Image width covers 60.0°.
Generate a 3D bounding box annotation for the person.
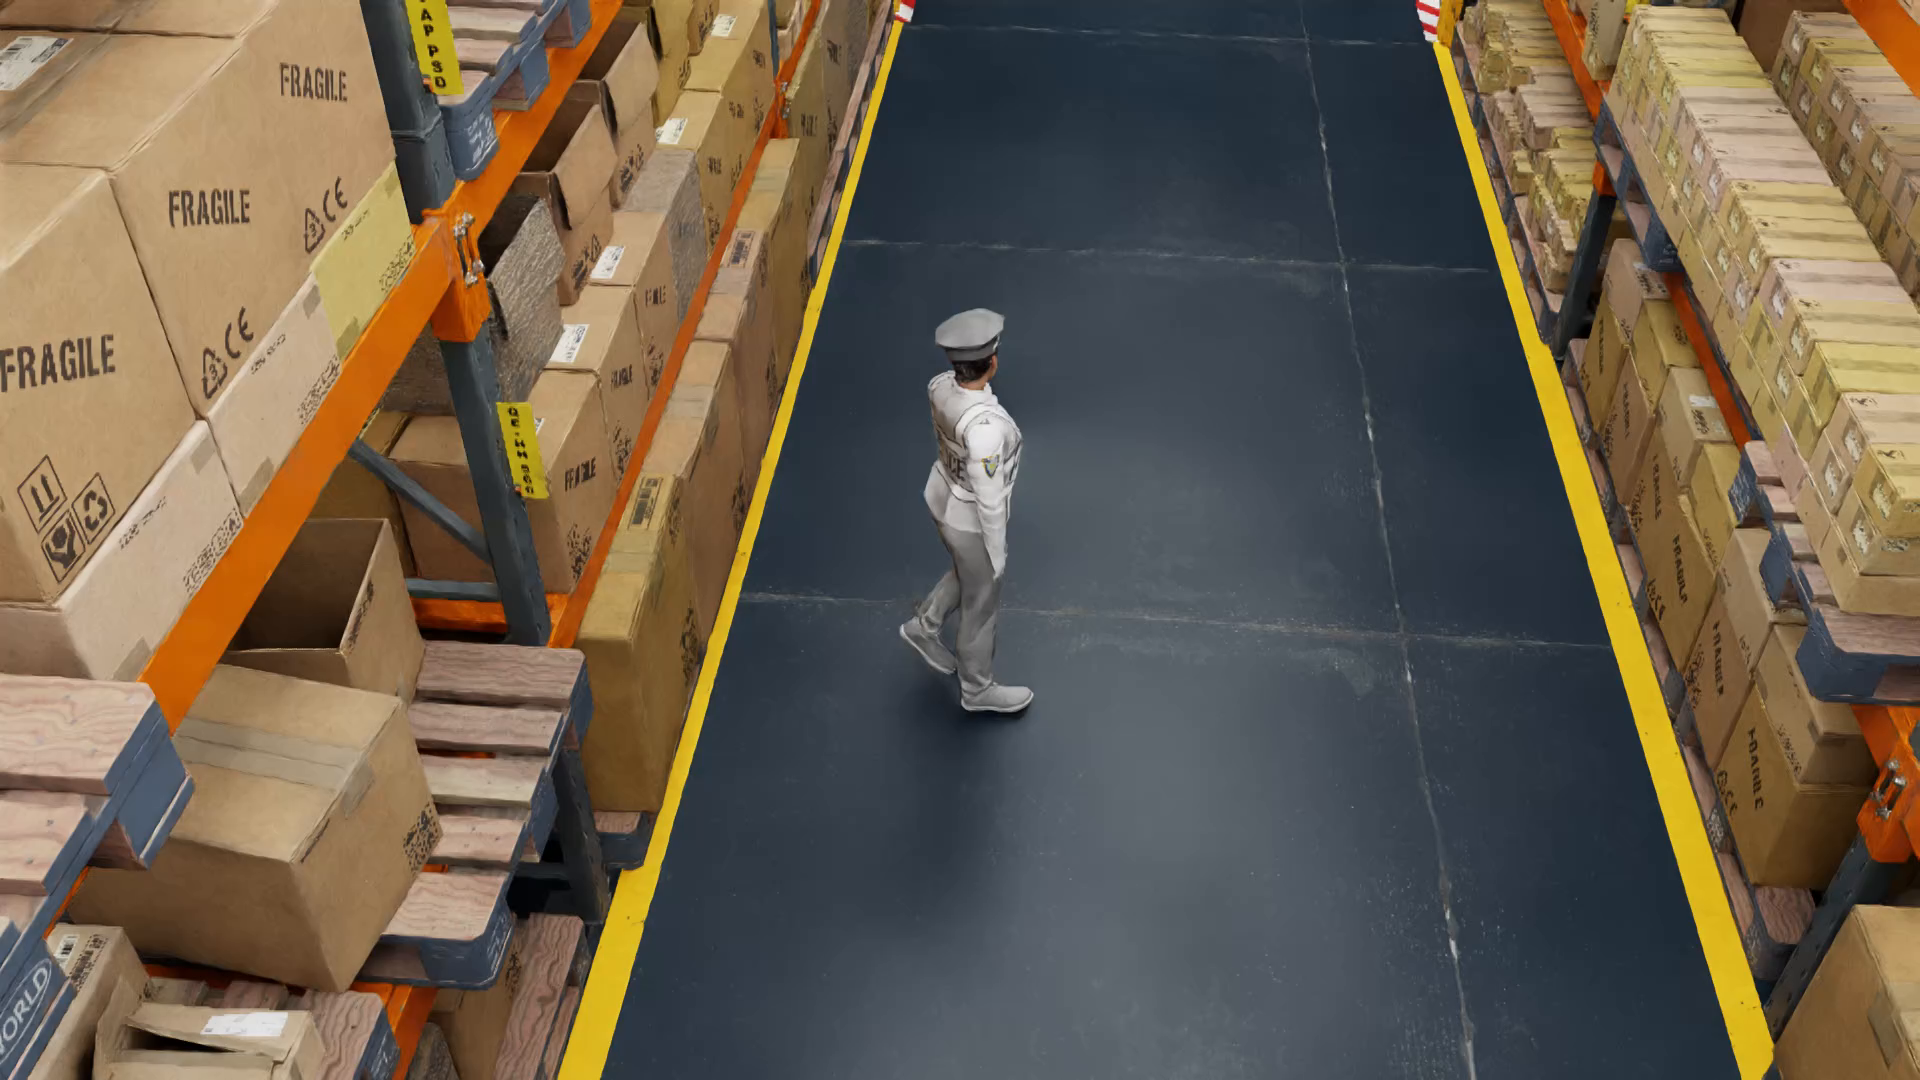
[{"bbox_3d":[0.005,-0.079,6.235,0.464,1.646,0.552,-13,42,-14],"label":"person"}]
